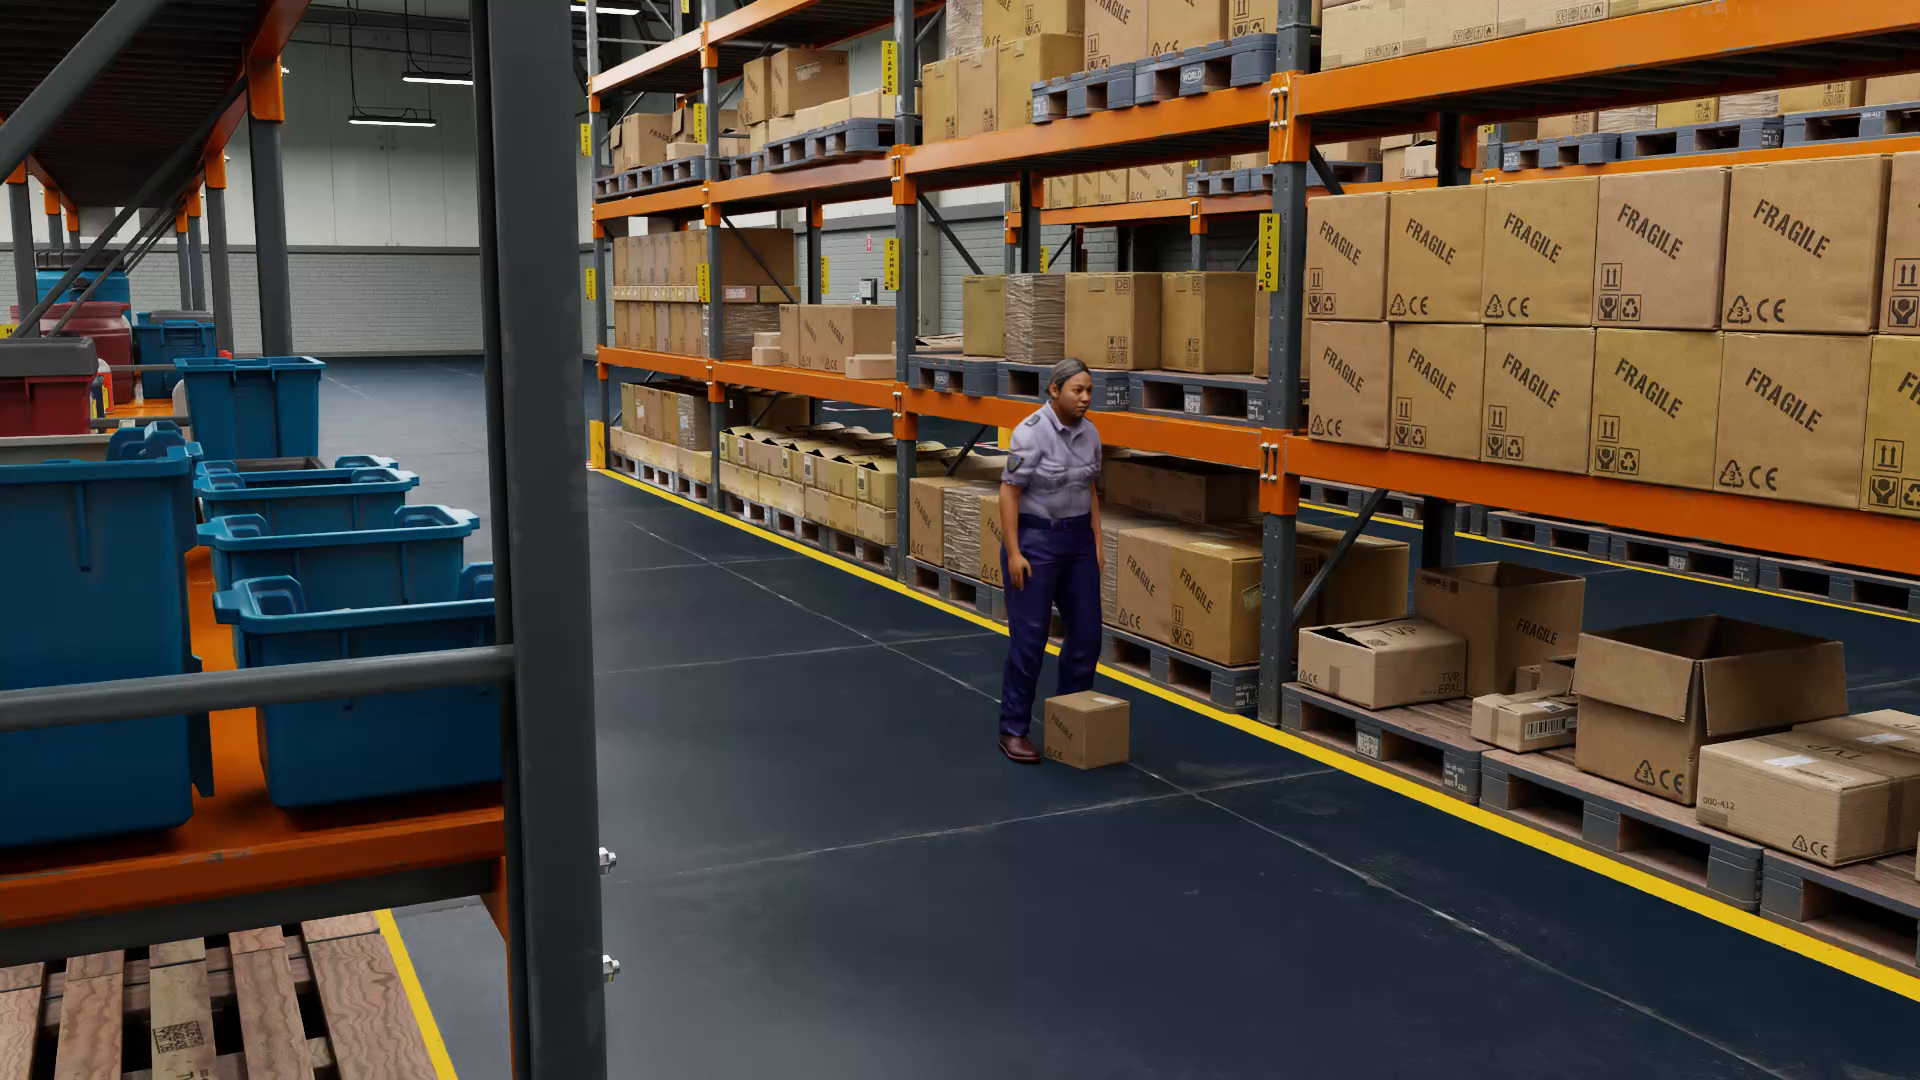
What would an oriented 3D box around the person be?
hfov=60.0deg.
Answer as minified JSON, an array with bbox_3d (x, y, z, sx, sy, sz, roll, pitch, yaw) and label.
[{"bbox_3d":[0.401,0.074,6.939,0.554,1.636,0.425,-6,11,-36],"label":"person"}]
